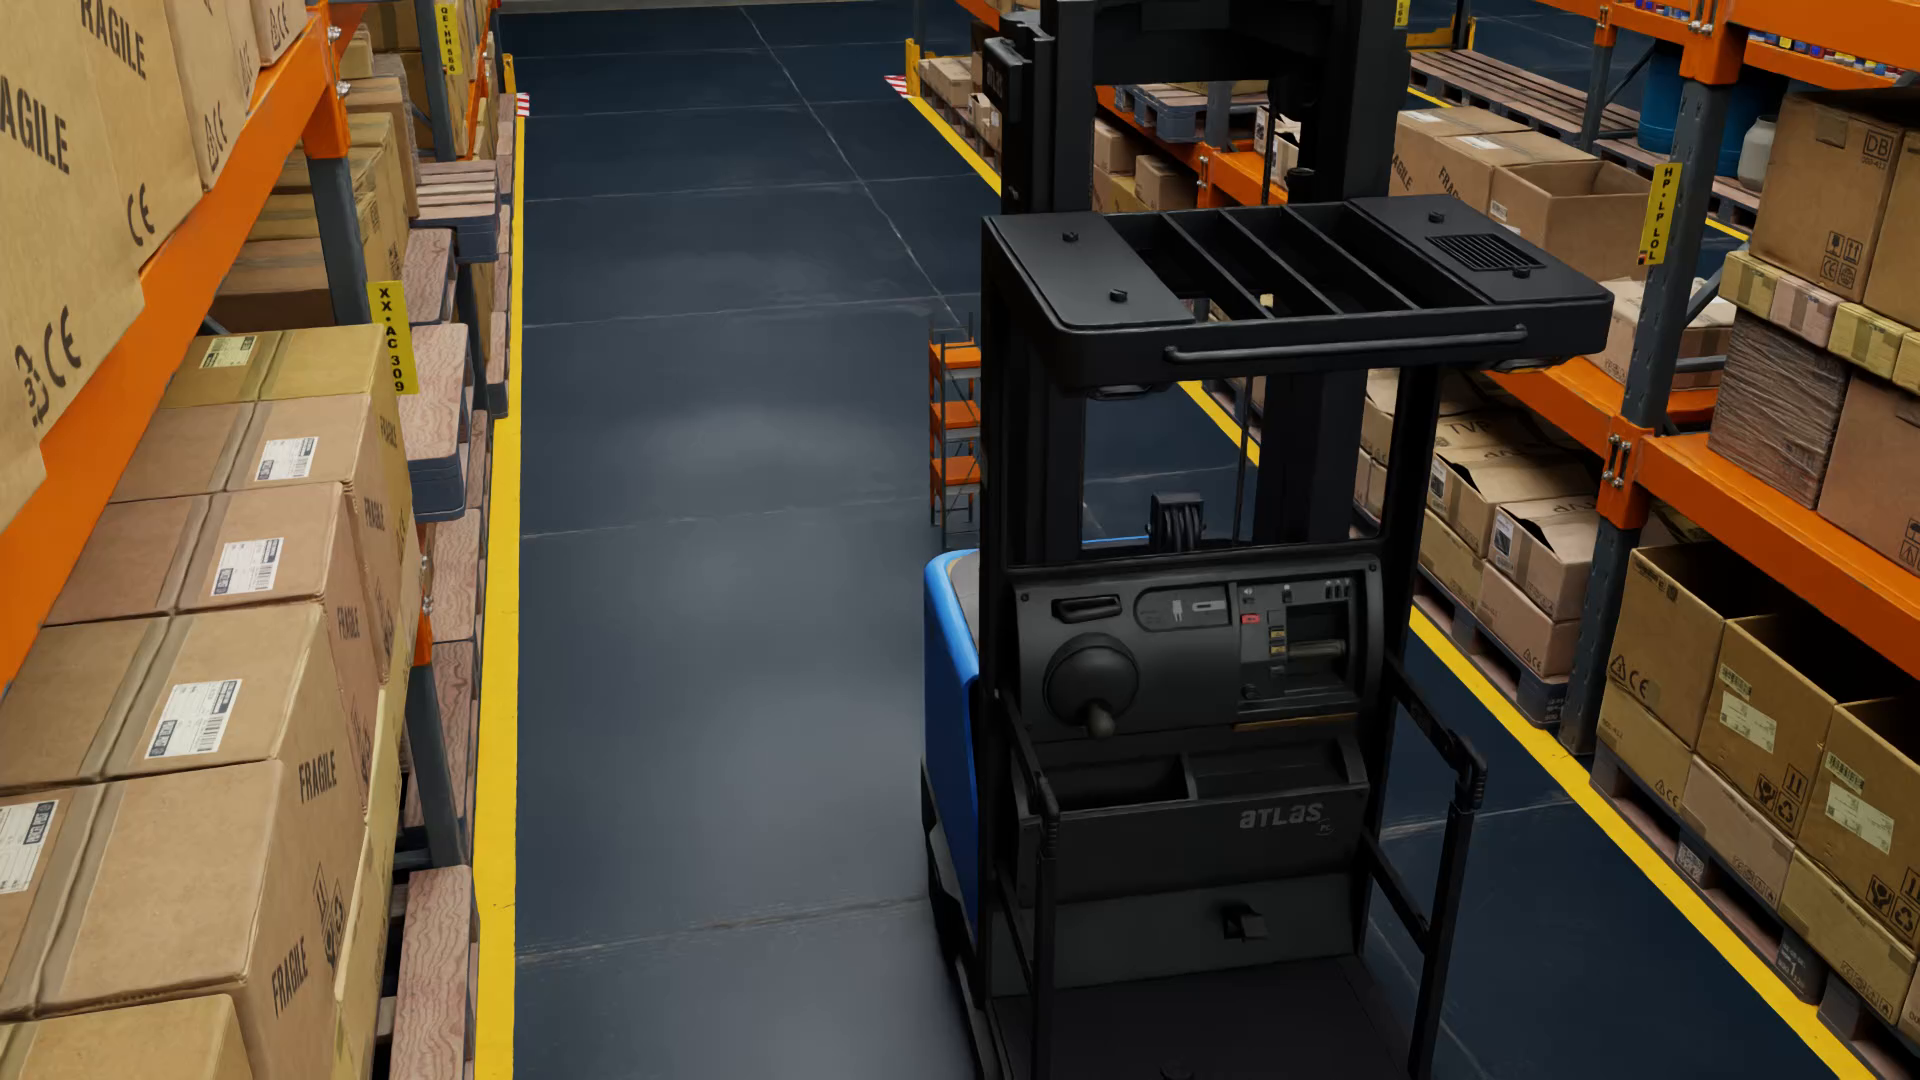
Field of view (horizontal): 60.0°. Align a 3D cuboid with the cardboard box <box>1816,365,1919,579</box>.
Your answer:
[{"bbox_3d":[2.976,-0.229,4.763,0.700,0.500,0.500,-6,27,-12],"label":"cardboard box"}]

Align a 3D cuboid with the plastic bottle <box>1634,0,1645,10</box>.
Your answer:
[{"bbox_3d":[5.436,-4.366,13.200,0.061,0.283,0.133,-6,27,-12],"label":"plastic bottle"}]

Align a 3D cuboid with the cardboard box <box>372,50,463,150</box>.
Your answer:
[{"bbox_3d":[-2.842,-2.286,8.487,0.500,0.500,0.500,-5,27,-10],"label":"cardboard box"}]

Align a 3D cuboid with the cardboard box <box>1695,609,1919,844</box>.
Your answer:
[{"bbox_3d":[2.665,0.550,5.084,0.500,0.500,0.500,-6,27,-12],"label":"cardboard box"}]

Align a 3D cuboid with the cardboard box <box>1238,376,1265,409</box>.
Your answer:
[{"bbox_3d":[1.789,-0.845,8.680,0.500,0.250,0.500,-7,28,-13],"label":"cardboard box"}]

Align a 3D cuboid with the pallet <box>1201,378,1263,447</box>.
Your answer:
[{"bbox_3d":[1.991,-0.755,9.011,1.003,0.211,1.213,-6,27,-12],"label":"pallet"}]

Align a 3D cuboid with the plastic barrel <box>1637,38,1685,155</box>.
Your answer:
[{"bbox_3d":[5.875,-3.632,13.480,0.600,0.901,0.708,-6,27,-12],"label":"plastic barrel"}]

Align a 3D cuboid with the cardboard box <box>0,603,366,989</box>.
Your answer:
[{"bbox_3d":[-1.334,0.464,2.814,0.500,0.500,0.500,-5,27,-10],"label":"cardboard box"}]

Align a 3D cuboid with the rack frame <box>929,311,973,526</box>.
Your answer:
[{"bbox_3d":[-0.040,-0.546,7.666,0.200,1.050,0.008,-6,27,-12],"label":"rack frame"}]

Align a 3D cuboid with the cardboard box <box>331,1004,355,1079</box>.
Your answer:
[{"bbox_3d":[-1.220,1.013,2.559,0.500,0.250,0.500,-6,27,-12],"label":"cardboard box"}]

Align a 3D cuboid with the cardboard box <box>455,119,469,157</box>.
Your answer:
[{"bbox_3d":[-2.856,-2.162,8.961,0.380,0.149,0.250,-5,27,-10],"label":"cardboard box"}]

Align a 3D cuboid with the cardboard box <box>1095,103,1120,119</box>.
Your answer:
[{"bbox_3d":[1.039,-2.860,11.541,0.500,0.250,0.500,-6,27,-11],"label":"cardboard box"}]

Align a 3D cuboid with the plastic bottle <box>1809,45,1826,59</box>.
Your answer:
[{"bbox_3d":[5.906,-3.450,11.386,0.061,0.283,0.133,-6,27,-12],"label":"plastic bottle"}]

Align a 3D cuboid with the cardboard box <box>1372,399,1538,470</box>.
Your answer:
[{"bbox_3d":[2.141,-0.415,7.206,0.500,0.311,0.500,-6,27,-12],"label":"cardboard box"}]

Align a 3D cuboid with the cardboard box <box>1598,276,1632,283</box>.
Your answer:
[{"bbox_3d":[2.368,-0.916,6.386,0.396,0.266,0.258,-7,28,-13],"label":"cardboard box"}]

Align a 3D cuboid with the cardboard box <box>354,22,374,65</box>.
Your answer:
[{"bbox_3d":[-2.875,-2.242,7.545,0.380,0.149,0.250,-10,28,-18],"label":"cardboard box"}]

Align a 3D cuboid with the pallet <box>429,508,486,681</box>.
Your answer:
[{"bbox_3d":[-2.536,0.262,6.996,1.003,0.211,1.213,-6,27,-12],"label":"pallet"}]

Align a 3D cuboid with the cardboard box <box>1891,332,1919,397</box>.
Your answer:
[{"bbox_3d":[2.794,-0.467,4.516,0.380,0.149,0.250,-6,27,-12],"label":"cardboard box"}]

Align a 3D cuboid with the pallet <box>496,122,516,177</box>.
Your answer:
[{"bbox_3d":[-4.257,-3.250,13.954,1.003,0.211,1.213,-6,27,-12],"label":"pallet"}]

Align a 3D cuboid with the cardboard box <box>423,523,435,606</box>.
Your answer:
[{"bbox_3d":[-2.504,0.044,6.620,0.700,0.500,0.500,-6,27,-11],"label":"cardboard box"}]

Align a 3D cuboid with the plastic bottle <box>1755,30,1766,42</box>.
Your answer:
[{"bbox_3d":[5.784,-3.718,11.931,0.097,0.271,0.097,0,27,0],"label":"plastic bottle"}]

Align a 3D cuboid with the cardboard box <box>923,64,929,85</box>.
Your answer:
[{"bbox_3d":[-0.144,-4.480,15.953,0.380,0.166,0.250,-6,27,-12],"label":"cardboard box"}]

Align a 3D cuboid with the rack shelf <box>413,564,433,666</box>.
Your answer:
[{"bbox_3d":[-1.630,1.095,3.050,1.077,0.370,4.000,-6,27,-12],"label":"rack shelf"}]

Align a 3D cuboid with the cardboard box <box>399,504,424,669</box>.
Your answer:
[{"bbox_3d":[-1.678,0.131,4.306,0.500,0.250,0.500,-6,27,-11],"label":"cardboard box"}]

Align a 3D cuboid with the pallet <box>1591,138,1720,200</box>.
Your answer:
[{"bbox_3d":[5.902,-3.034,13.528,1.003,0.211,1.213,-6,27,-12],"label":"pallet"}]

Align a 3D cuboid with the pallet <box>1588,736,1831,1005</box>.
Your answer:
[{"bbox_3d":[2.883,0.989,5.556,1.003,0.211,1.213,-6,27,-12],"label":"pallet"}]

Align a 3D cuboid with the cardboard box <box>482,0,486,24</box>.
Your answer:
[{"bbox_3d":[-4.149,-4.311,12.629,0.980,0.700,0.700,-7,28,-13],"label":"cardboard box"}]

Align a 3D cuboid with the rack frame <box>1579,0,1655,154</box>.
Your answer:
[{"bbox_3d":[5.769,-4.622,13.579,1.000,3.000,0.127,-6,27,-12],"label":"rack frame"}]

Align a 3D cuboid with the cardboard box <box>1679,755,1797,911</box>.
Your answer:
[{"bbox_3d":[2.662,0.885,5.252,0.500,0.250,0.500,-6,27,-12],"label":"cardboard box"}]

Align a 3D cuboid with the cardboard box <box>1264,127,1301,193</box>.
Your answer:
[{"bbox_3d":[1.856,-1.913,8.310,0.500,0.311,0.500,-6,27,-12],"label":"cardboard box"}]

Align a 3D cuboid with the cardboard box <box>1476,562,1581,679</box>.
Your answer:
[{"bbox_3d":[2.369,0.278,6.455,0.500,0.250,0.500,-6,27,-12],"label":"cardboard box"}]

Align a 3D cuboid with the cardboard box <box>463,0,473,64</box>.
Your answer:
[{"bbox_3d":[-3.304,-3.181,10.261,0.500,0.500,0.500,-6,27,-12],"label":"cardboard box"}]

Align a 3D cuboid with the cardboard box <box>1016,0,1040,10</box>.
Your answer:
[{"bbox_3d":[0.831,-4.122,12.011,0.700,0.500,0.500,-16,31,-29],"label":"cardboard box"}]

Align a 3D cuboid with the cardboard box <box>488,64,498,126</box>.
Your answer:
[{"bbox_3d":[-4.303,-3.706,14.072,0.700,0.500,0.500,-7,28,-13],"label":"cardboard box"}]

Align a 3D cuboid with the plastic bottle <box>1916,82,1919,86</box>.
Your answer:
[{"bbox_3d":[6.111,-3.050,10.593,0.061,0.283,0.133,-6,27,-12],"label":"plastic bottle"}]

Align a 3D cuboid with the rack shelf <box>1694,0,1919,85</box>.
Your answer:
[{"bbox_3d":[3.196,-0.749,3.374,1.077,0.370,4.000,-6,27,-12],"label":"rack shelf"}]

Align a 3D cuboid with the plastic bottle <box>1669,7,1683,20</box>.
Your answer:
[{"bbox_3d":[5.584,-4.164,12.809,0.152,0.276,0.135,-6,27,-12],"label":"plastic bottle"}]

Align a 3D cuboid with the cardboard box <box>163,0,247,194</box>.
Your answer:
[{"bbox_3d":[-1.463,-0.838,2.618,0.500,0.500,0.500,-7,28,-14],"label":"cardboard box"}]

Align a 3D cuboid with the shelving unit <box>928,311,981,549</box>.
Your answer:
[{"bbox_3d":[-0.012,-0.492,7.560,0.215,1.050,0.252,-6,27,-12],"label":"shelving unit"}]

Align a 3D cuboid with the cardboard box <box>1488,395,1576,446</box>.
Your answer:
[{"bbox_3d":[2.669,-0.473,7.322,0.500,0.311,0.500,-7,28,-13],"label":"cardboard box"}]

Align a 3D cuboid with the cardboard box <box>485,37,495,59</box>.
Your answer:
[{"bbox_3d":[-4.265,-4.286,14.501,0.380,0.149,0.250,-5,27,-10],"label":"cardboard box"}]

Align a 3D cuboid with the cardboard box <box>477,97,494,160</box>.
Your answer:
[{"bbox_3d":[-3.610,-2.572,11.436,0.750,0.750,0.750,-6,27,-11],"label":"cardboard box"}]

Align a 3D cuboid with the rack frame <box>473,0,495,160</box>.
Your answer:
[{"bbox_3d":[-3.883,-3.616,11.586,1.000,3.000,0.127,-6,27,-12],"label":"rack frame"}]

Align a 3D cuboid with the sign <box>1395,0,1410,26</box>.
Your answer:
[{"bbox_3d":[2.383,-2.940,8.960,0.100,0.325,0.005,-6,27,-12],"label":"sign"}]

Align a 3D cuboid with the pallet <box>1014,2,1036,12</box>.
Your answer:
[{"bbox_3d":[1.016,-3.673,11.912,1.003,0.211,1.213,-6,27,-12],"label":"pallet"}]

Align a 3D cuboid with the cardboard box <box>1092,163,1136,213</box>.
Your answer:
[{"bbox_3d":[1.163,-2.289,11.242,0.500,0.500,0.500,-7,28,-14],"label":"cardboard box"}]

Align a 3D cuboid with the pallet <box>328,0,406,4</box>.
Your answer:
[{"bbox_3d":[-2.116,-1.641,4.552,1.213,0.211,1.003,-6,27,-12],"label":"pallet"}]

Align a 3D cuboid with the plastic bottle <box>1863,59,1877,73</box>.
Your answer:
[{"bbox_3d":[6.037,-3.194,10.969,0.097,0.201,0.097,0,27,0],"label":"plastic bottle"}]

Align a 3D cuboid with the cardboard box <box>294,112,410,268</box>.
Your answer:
[{"bbox_3d":[-2.564,-1.351,6.499,0.700,0.500,0.500,-6,27,-12],"label":"cardboard box"}]

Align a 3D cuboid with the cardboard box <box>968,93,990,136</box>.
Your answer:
[{"bbox_3d":[0.368,-3.668,14.183,0.500,0.311,0.500,-6,27,-12],"label":"cardboard box"}]

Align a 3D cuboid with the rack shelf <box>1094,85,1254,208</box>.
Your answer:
[{"bbox_3d":[1.393,-2.922,11.008,1.077,0.370,4.000,-6,27,-12],"label":"rack shelf"}]

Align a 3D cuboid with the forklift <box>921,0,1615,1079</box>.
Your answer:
[{"bbox_3d":[0.633,0.302,3.898,1.130,2.935,3.031,-5,27,-9],"label":"forklift"}]

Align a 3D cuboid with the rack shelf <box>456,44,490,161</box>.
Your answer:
[{"bbox_3d":[-3.433,-2.417,10.008,1.077,0.370,4.000,-6,27,-12],"label":"rack shelf"}]

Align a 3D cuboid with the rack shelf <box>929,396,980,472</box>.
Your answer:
[{"bbox_3d":[-0.012,-0.483,7.565,0.215,0.259,0.240,-6,27,-12],"label":"rack shelf"}]

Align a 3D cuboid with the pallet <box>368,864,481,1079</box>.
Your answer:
[{"bbox_3d":[-1.895,1.432,4.679,1.003,0.211,1.213,-6,27,-12],"label":"pallet"}]
